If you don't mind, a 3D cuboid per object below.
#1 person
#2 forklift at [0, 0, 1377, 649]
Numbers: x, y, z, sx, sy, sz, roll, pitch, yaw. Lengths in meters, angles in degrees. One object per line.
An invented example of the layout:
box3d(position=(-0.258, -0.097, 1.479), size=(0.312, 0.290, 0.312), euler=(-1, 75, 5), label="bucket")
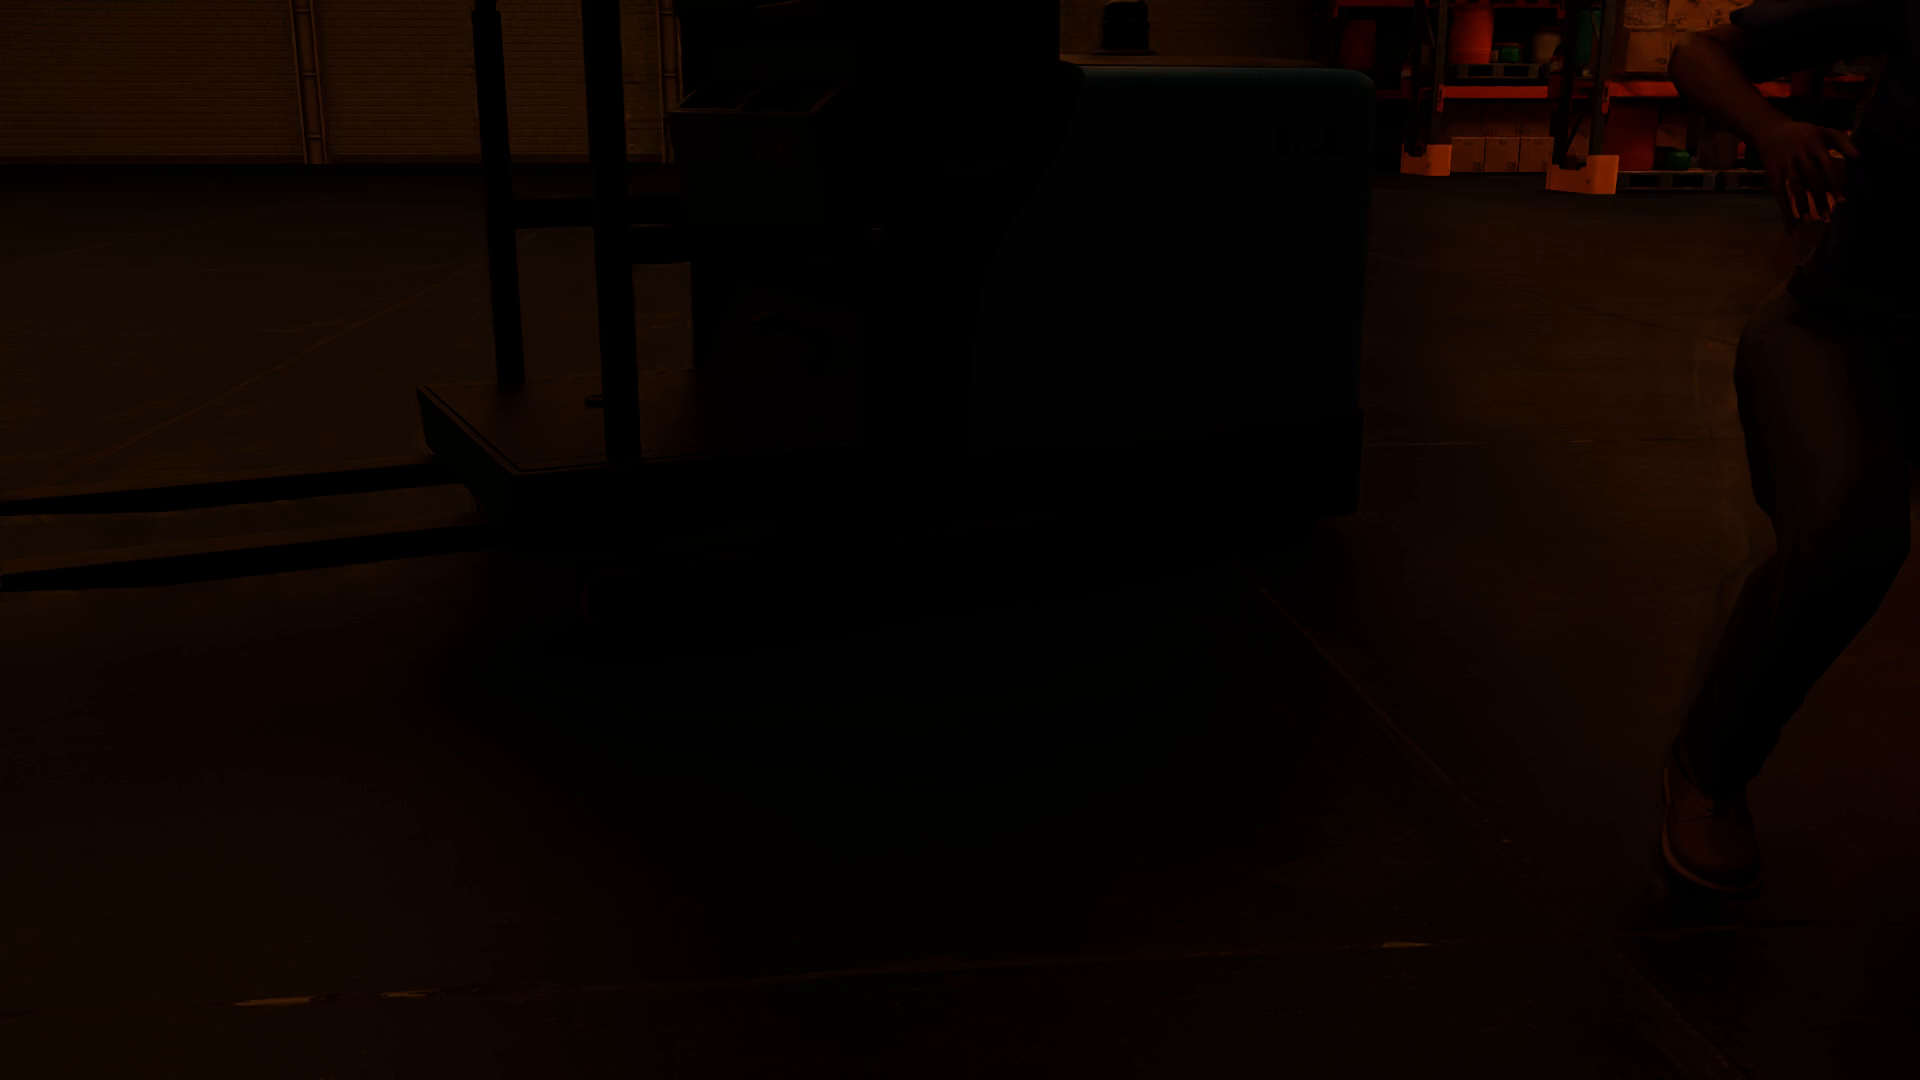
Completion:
box3d(position=(1.214, -0.183, 1.967), size=(0.728, 1.414, 0.835), euler=(4, 15, 14), label="person")
box3d(position=(-0.609, -1.363, 3.356), size=(3.031, 2.935, 1.130), euler=(-7, 16, -26), label="forklift")
